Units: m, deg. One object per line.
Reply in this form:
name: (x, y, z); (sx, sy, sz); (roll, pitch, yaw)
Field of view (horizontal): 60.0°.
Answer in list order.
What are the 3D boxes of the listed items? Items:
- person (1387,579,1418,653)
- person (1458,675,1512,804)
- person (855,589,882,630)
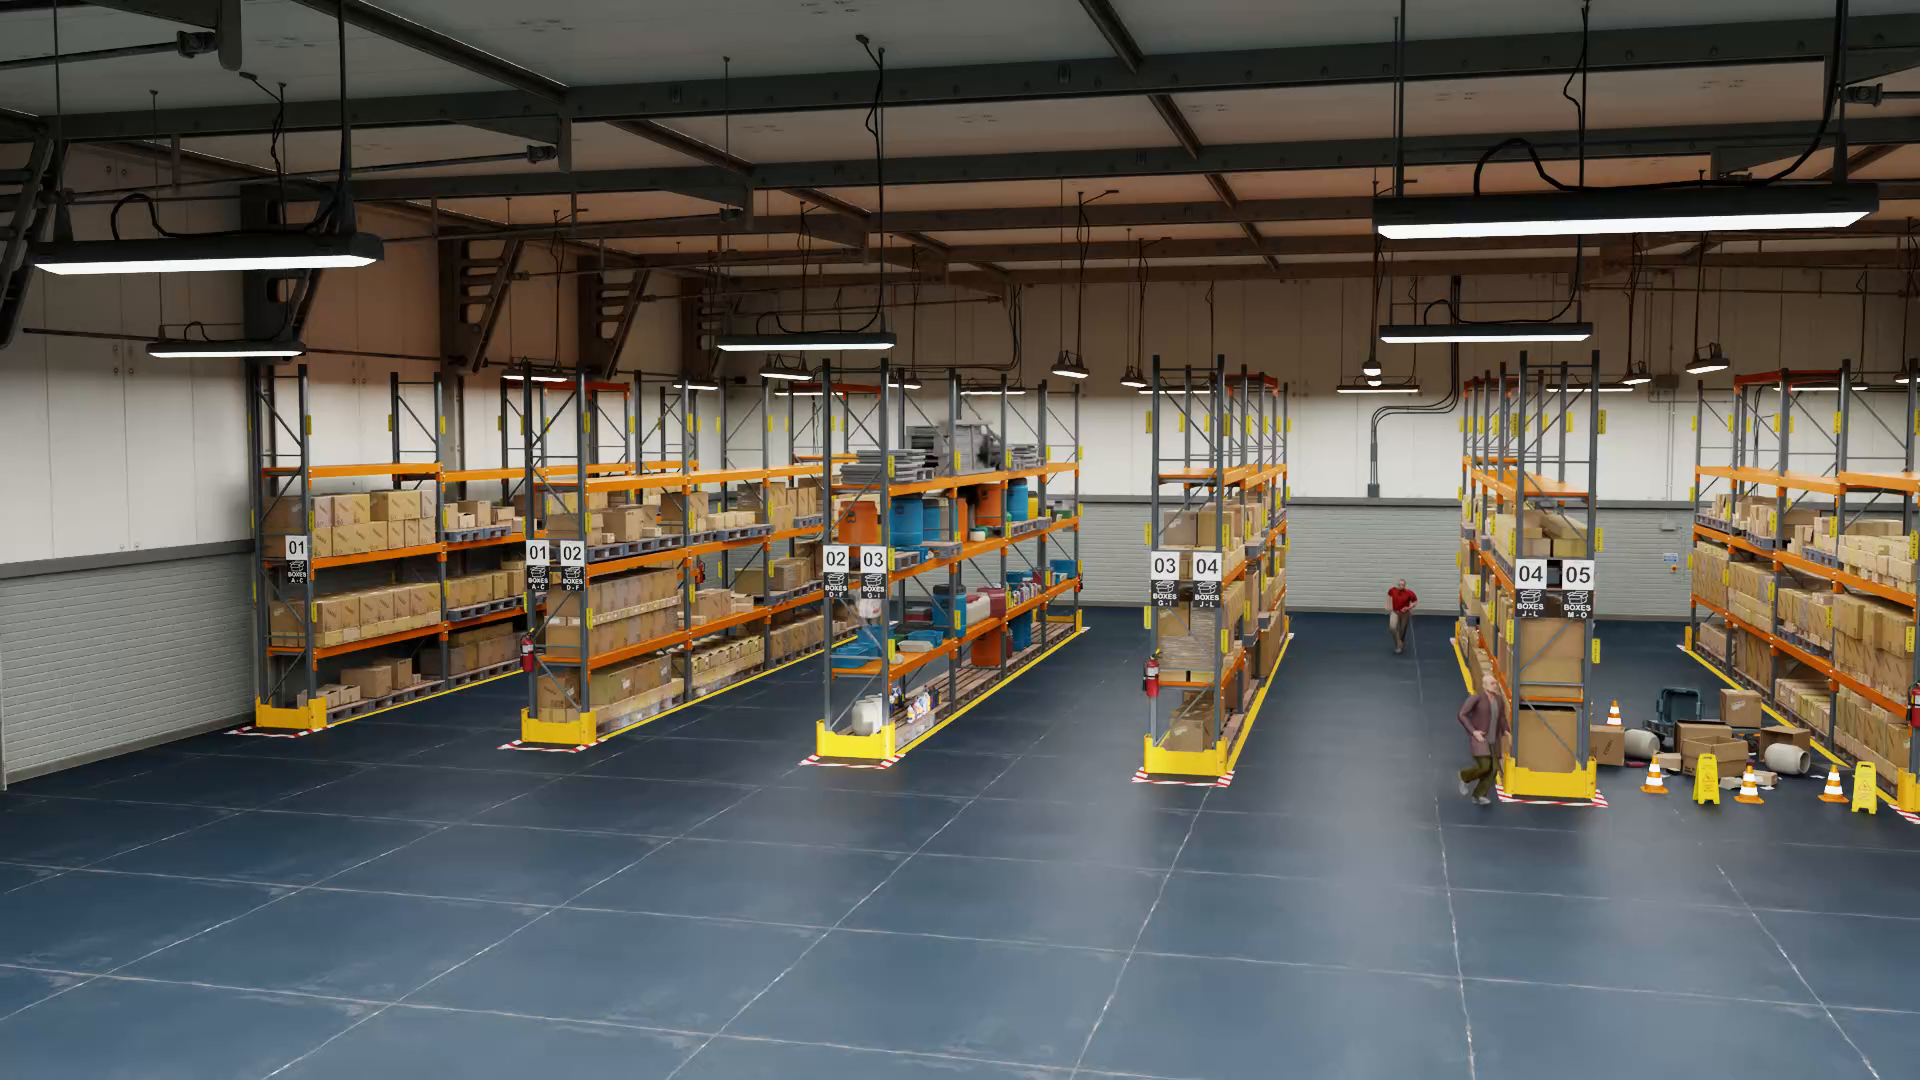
person: (9.821, 1.680, 36.872); (0.690, 1.696, 0.889); (2, 4, 26)
person: (6.929, 2.640, 21.998); (0.734, 1.709, 0.615); (-1, 4, -20)
person: (-1.830, 1.534, 33.495); (0.652, 1.742, 0.582); (1, 4, 10)
